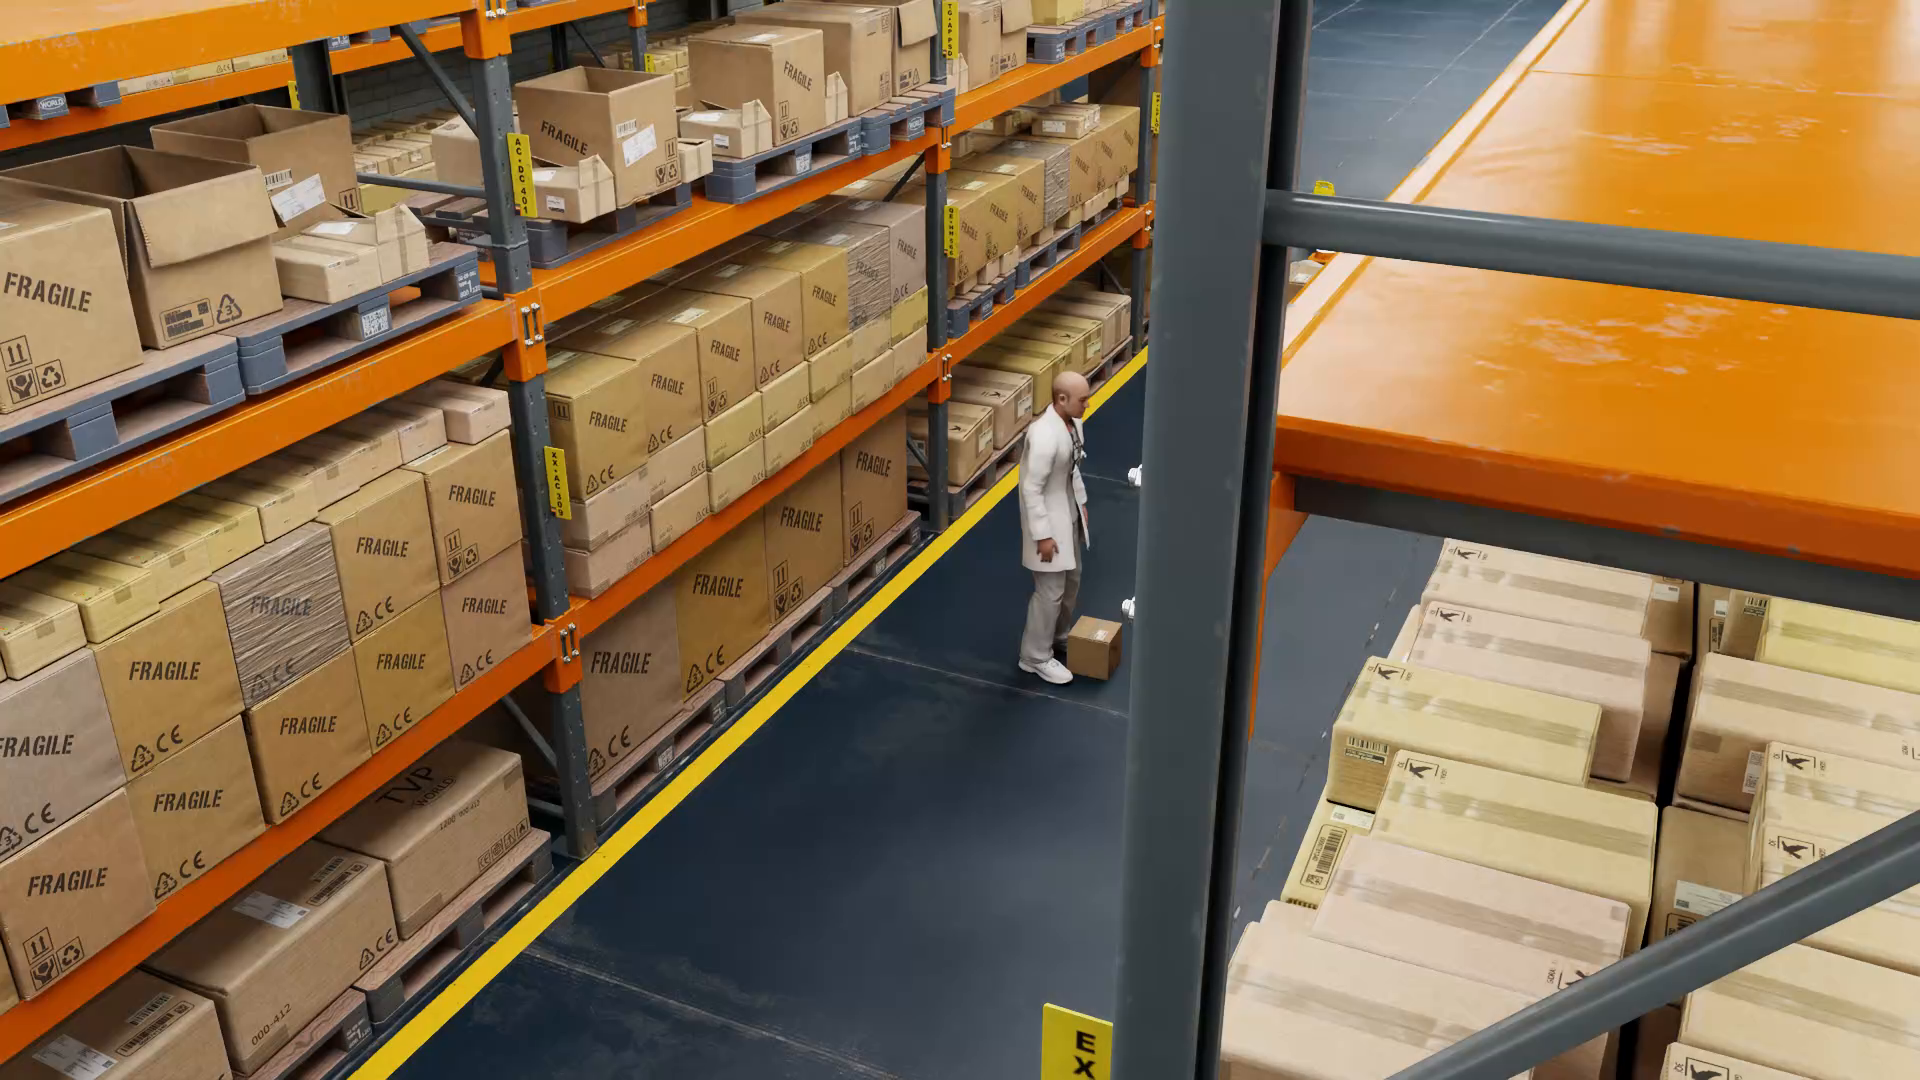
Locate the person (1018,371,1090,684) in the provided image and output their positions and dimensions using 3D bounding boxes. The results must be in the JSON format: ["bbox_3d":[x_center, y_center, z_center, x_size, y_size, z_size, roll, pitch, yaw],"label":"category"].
[{"bbox_3d":[0.546,-0.106,9.348,0.425,1.774,0.644,11,28,22],"label":"person"}]
